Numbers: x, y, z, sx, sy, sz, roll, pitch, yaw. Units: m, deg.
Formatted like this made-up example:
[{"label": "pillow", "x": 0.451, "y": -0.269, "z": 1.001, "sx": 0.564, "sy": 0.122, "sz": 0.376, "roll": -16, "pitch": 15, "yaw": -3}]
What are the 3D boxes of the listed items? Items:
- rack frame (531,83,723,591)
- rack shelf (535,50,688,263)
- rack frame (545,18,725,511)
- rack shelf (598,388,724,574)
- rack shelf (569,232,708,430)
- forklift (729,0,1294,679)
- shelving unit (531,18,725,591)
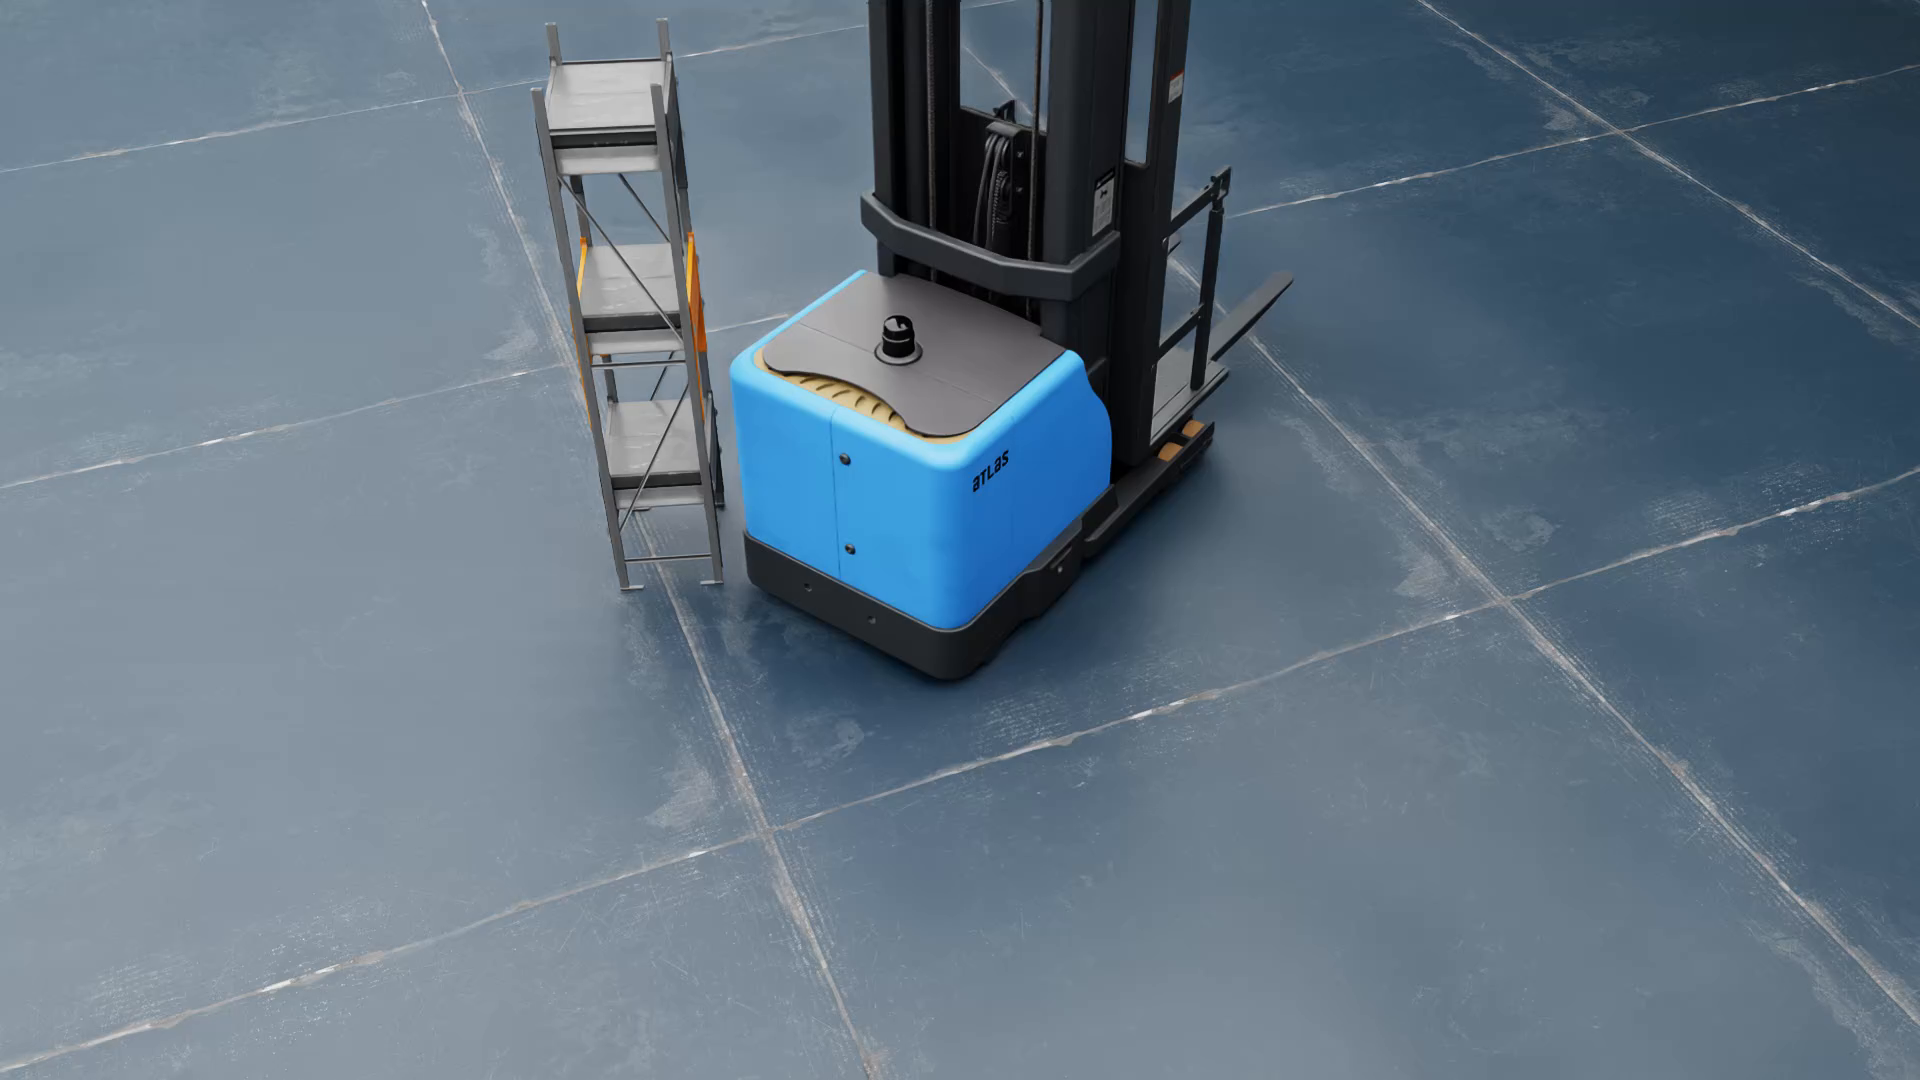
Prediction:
[{"label": "rack frame", "x": -1.131, "y": -0.614, "z": 5.853, "sx": 0.400, "sy": 2.100, "sz": 0.015, "roll": -4, "pitch": 41, "yaw": -4}, {"label": "rack shelf", "x": -1.155, "y": -1.292, "z": 5.590, "sx": 0.431, "sy": 0.518, "sz": 0.480, "roll": -4, "pitch": 41, "yaw": -4}, {"label": "rack frame", "x": -1.178, "y": -0.930, "z": 6.222, "sx": 0.400, "sy": 2.100, "sz": 0.015, "roll": -4, "pitch": 41, "yaw": -4}, {"label": "rack shelf", "x": -1.155, "y": -0.231, "z": 6.503, "sx": 0.431, "sy": 0.518, "sz": 0.480, "roll": -4, "pitch": 41, "yaw": -4}, {"label": "rack shelf", "x": -1.155, "y": -0.762, "z": 6.046, "sx": 0.431, "sy": 0.518, "sz": 0.480, "roll": -4, "pitch": 41, "yaw": -4}, {"label": "forklift", "x": 0.433, "y": -1.524, "z": 6.274, "sx": 1.130, "sy": 2.935, "sz": 3.031, "roll": 25, "pitch": 47, "yaw": 26}, {"label": "shelving unit", "x": -1.155, "y": -0.772, "z": 6.037, "sx": 0.431, "sy": 2.100, "sz": 0.503, "roll": -4, "pitch": 41, "yaw": -4}]
